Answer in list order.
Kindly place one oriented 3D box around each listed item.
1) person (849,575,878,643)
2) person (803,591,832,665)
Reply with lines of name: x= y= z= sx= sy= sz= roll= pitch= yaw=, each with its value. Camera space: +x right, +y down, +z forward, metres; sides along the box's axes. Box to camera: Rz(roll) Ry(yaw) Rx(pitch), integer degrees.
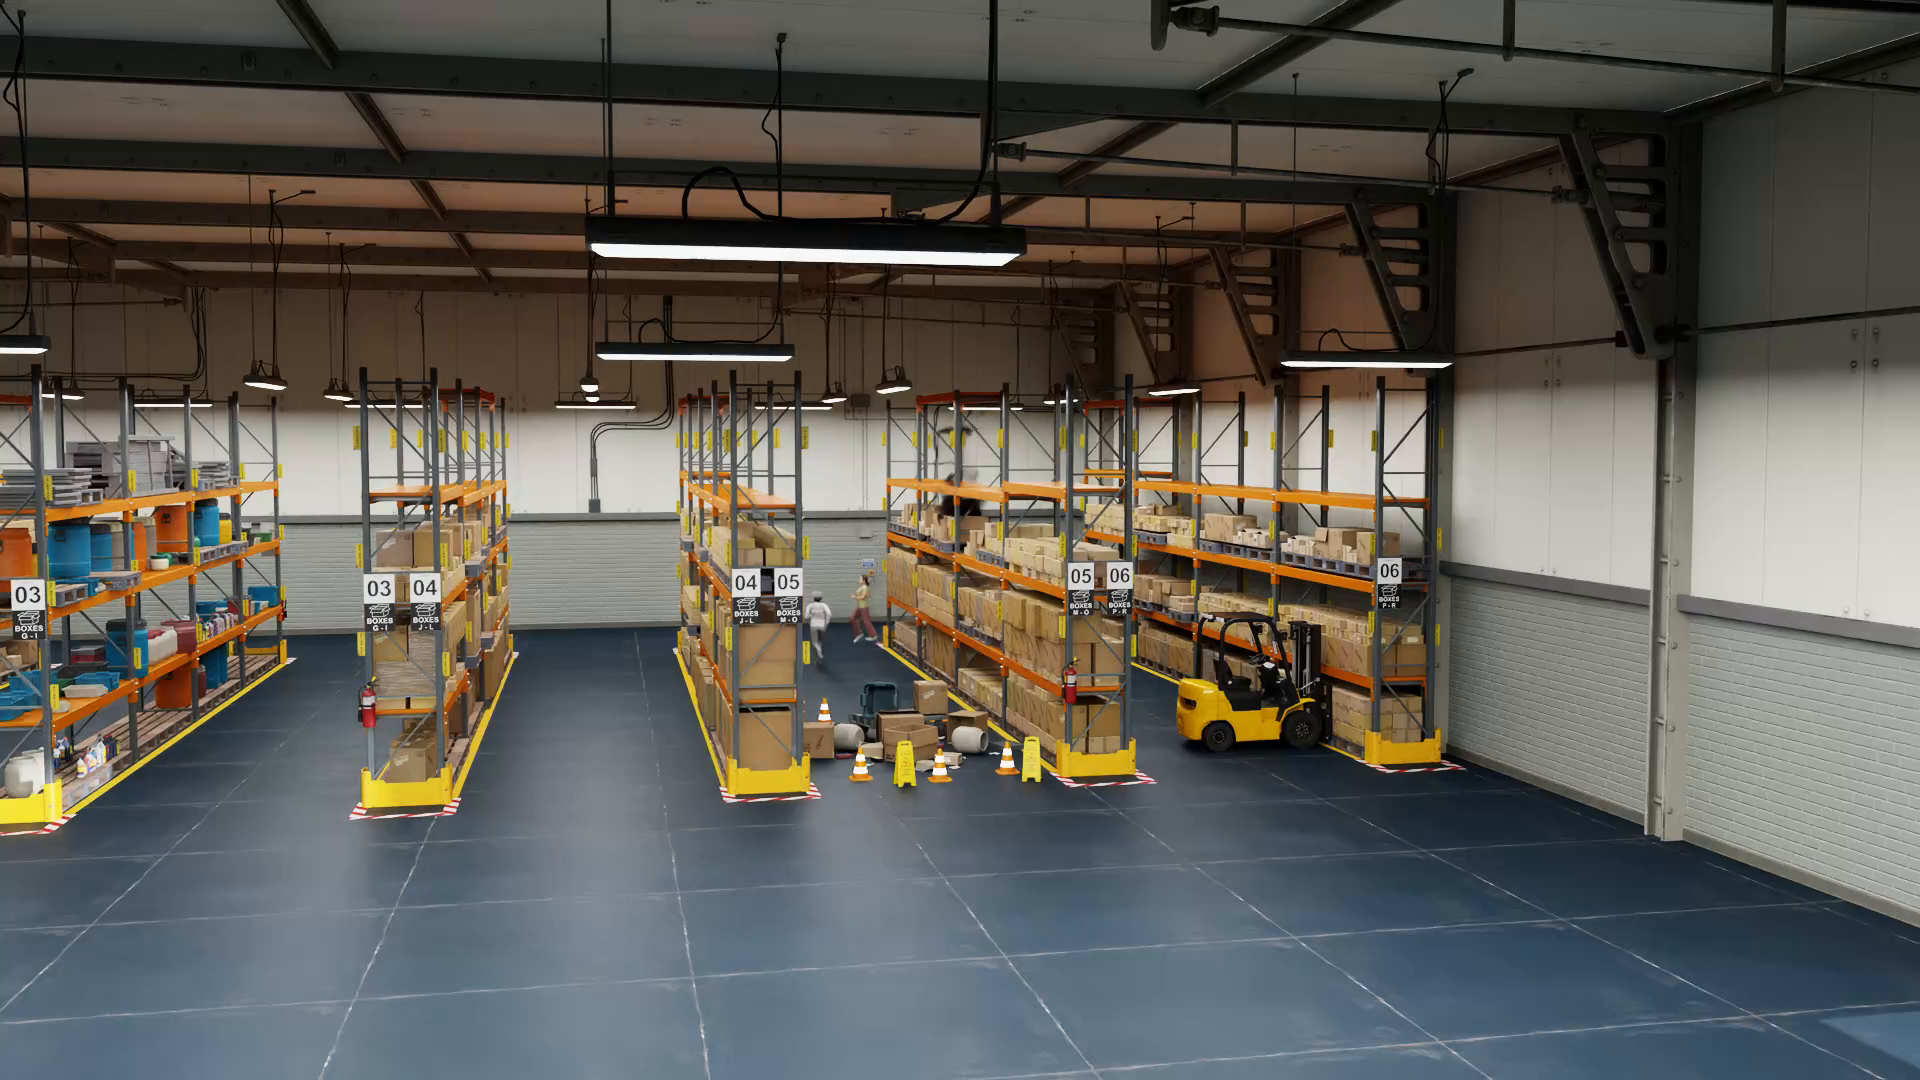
person: x=-2.402 y=1.714 z=41.271 sx=0.711 sy=1.711 sz=0.544 roll=-1 pitch=4 yaw=-19
person: x=-3.152 y=1.994 z=36.687 sx=0.568 sy=1.739 sz=1.004 roll=-1 pitch=4 yaw=-19
